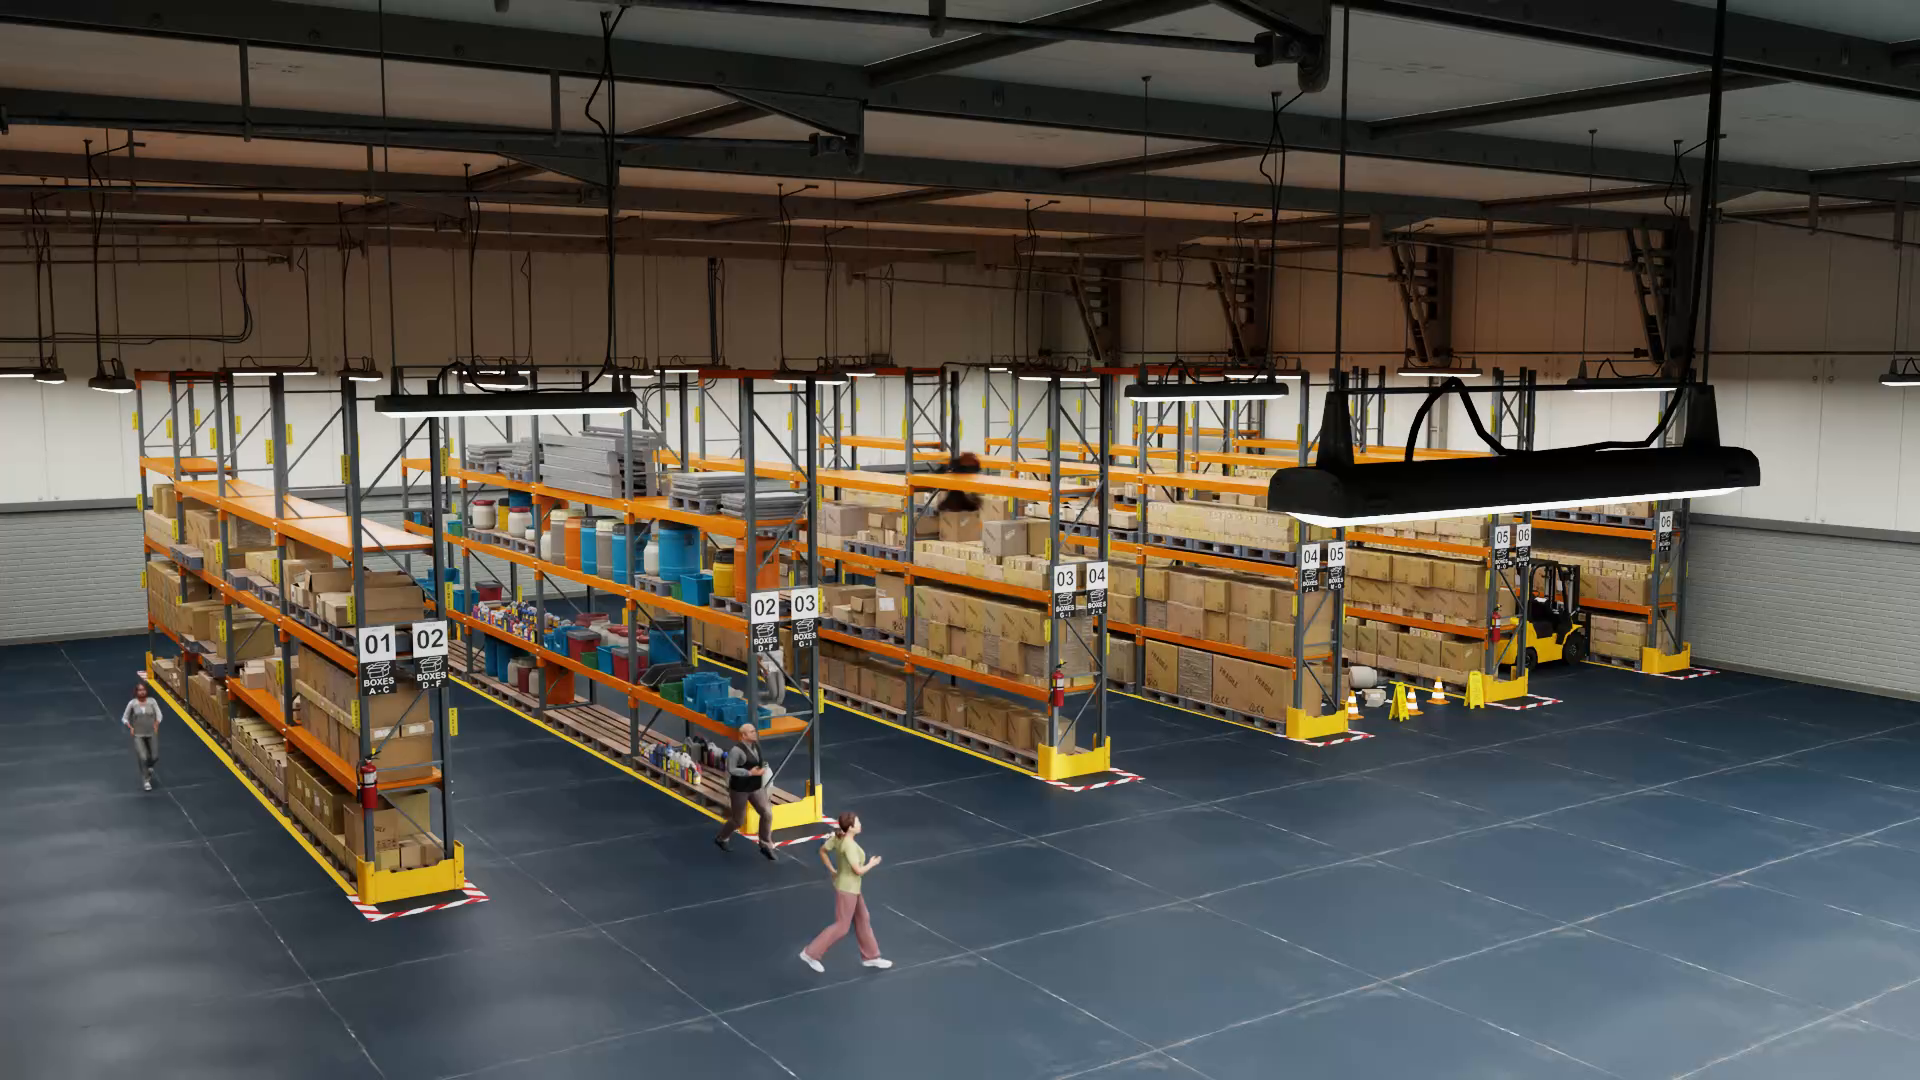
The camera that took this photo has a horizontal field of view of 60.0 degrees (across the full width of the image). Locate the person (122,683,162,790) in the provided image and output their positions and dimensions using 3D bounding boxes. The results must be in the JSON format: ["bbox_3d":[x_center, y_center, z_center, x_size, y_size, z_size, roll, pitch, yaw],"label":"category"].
[{"bbox_3d":[-11.878,2.836,24.180,0.535,1.548,0.567,-4,8,-33],"label":"person"}]

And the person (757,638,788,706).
[{"bbox_3d":[-3.120,2.145,27.406,0.582,1.661,0.577,-6,9,-44],"label":"person"}]

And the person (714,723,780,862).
[{"bbox_3d":[-2.698,3.148,20.787,0.887,1.759,0.680,4,8,31],"label":"person"}]

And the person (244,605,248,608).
[{"bbox_3d":[-14.553,1.701,33.830,0.689,1.745,0.658,0,6,-3],"label":"person"}]

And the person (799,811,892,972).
[{"bbox_3d":[-1.163,3.576,16.870,0.969,1.653,0.571,-2,7,-16],"label":"person"}]
